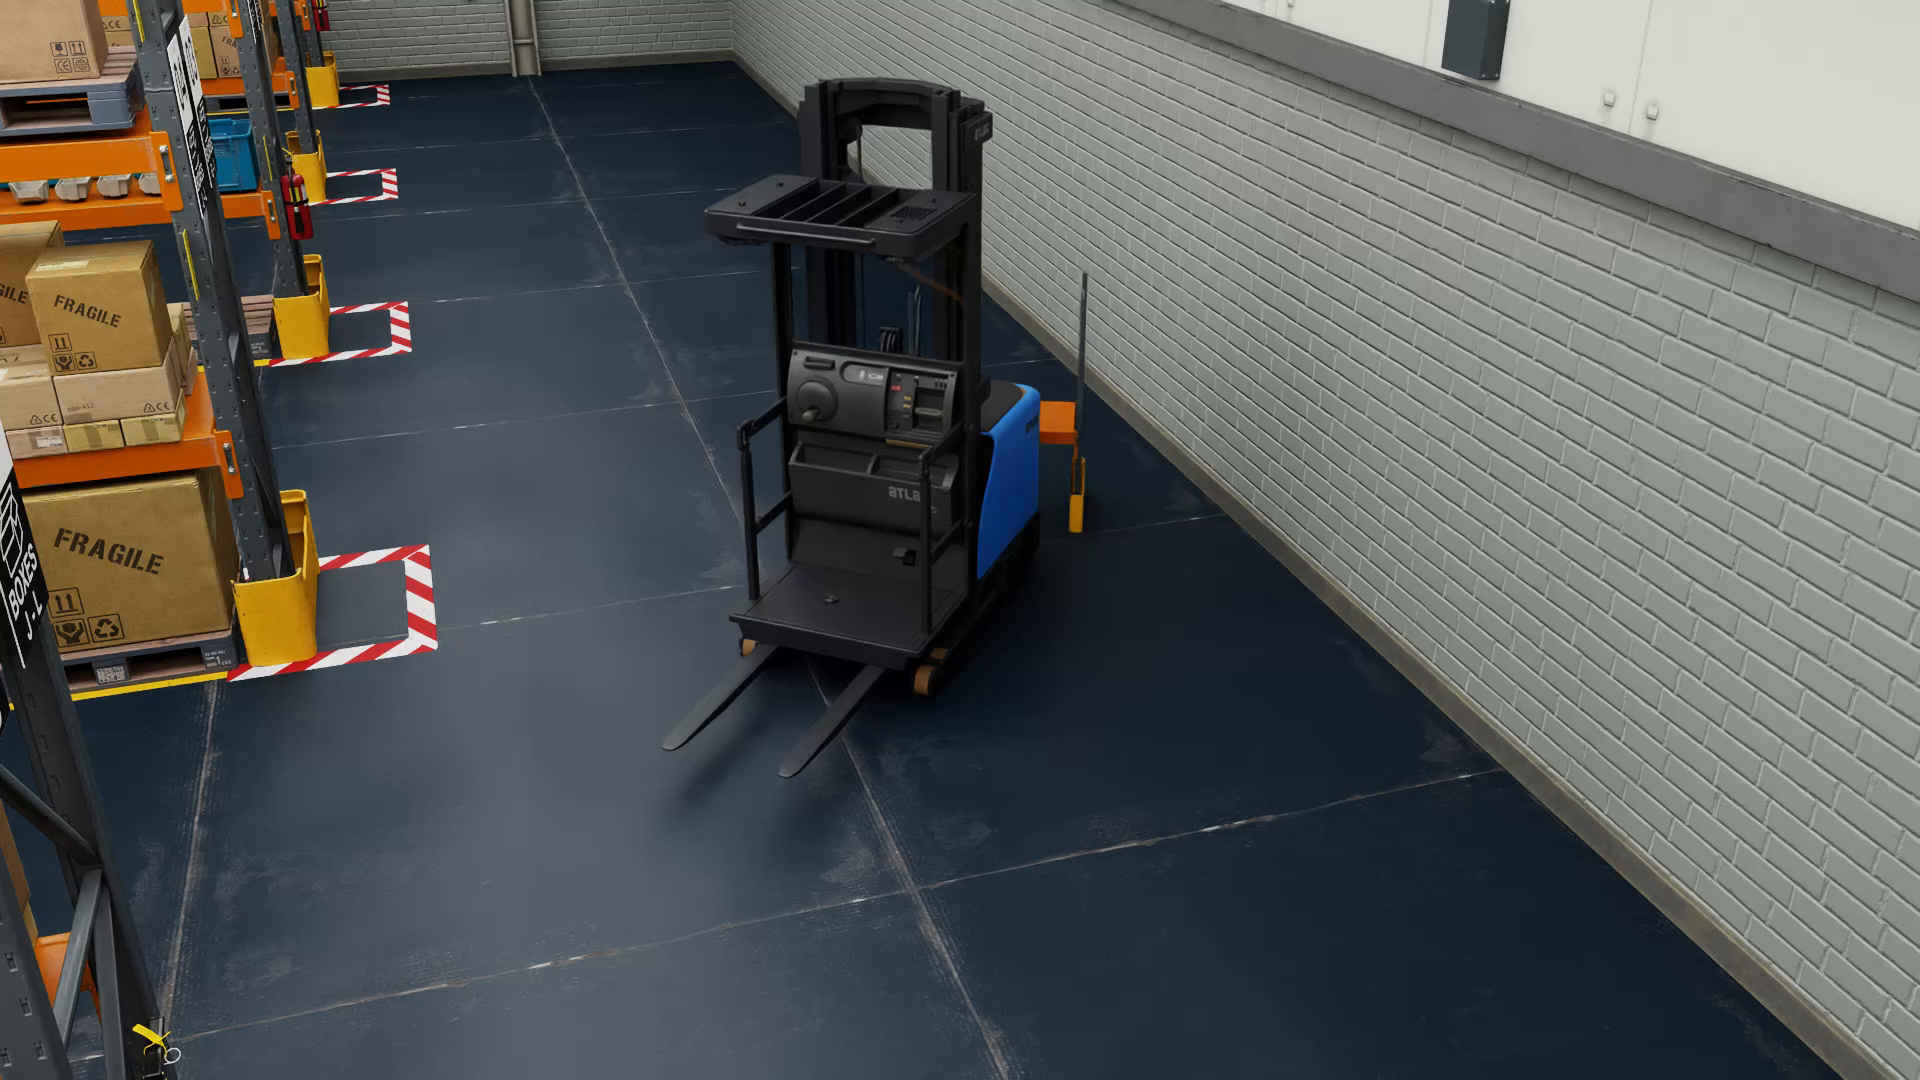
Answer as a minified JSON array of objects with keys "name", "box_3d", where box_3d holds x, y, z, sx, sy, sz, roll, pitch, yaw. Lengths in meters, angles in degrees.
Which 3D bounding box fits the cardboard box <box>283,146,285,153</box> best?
[{"name":"cardboard box","box_3d":[-7.403,-4.120,17.887,0.250,0.149,0.380,-8,28,-16]}]

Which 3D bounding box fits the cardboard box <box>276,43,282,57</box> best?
[{"name":"cardboard box","box_3d":[-9.071,-6.136,21.575,0.500,0.500,0.700,-8,28,-16]}]

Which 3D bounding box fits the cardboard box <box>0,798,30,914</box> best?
[{"name":"cardboard box","box_3d":[-2.907,0.955,4.506,0.500,0.500,0.500,-7,27,-14]}]

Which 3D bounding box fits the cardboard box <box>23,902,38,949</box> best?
[{"name":"cardboard box","box_3d":[-2.804,1.206,4.729,0.250,0.149,0.380,-8,28,-17]}]

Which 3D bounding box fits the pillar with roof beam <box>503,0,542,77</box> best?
[{"name":"pillar with roof beam","box_3d":[-4.804,-8.811,17.877,0.400,9.000,9.100,-8,28,-16]}]

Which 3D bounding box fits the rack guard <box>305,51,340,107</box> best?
[{"name":"rack guard","box_3d":[-8.413,-6.090,21.954,0.348,0.500,1.175,-8,28,-16]}]

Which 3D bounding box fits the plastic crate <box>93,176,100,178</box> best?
[{"name":"plastic crate","box_3d":[-6.681,-2.929,13.005,0.298,0.136,0.250,-8,28,-16]}]

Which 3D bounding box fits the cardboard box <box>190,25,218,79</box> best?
[{"name":"cardboard box","box_3d":[-7.733,-4.907,16.649,0.500,0.500,0.500,-8,28,-16]}]

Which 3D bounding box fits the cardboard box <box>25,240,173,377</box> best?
[{"name":"cardboard box","box_3d":[-4.216,-1.147,8.178,0.500,0.500,0.500,-8,27,-15]}]

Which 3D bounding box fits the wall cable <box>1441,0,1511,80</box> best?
[{"name":"wall cable","box_3d":[2.609,-4.373,5.320,0.120,5.999,2.277,-8,28,-16]}]

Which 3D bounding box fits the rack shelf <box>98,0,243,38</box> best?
[{"name":"rack shelf","box_3d":[-7.270,-3.763,11.893,4.000,0.370,1.077,-8,28,-16]}]

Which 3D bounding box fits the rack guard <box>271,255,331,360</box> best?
[{"name":"rack guard","box_3d":[-5.350,-1.907,13.528,0.348,0.500,1.175,-8,28,-16]}]

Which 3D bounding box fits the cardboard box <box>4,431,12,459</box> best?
[{"name":"cardboard box","box_3d":[-4.796,-0.518,8.202,0.250,0.149,0.380,-8,27,-15]}]

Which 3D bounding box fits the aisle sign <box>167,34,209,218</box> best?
[{"name":"aisle sign","box_3d":[-3.673,-1.971,7.923,0.004,0.787,0.394,-8,28,-16]}]

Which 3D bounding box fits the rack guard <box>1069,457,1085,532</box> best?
[{"name":"rack guard","box_3d":[0.744,-0.293,10.560,0.087,0.250,0.587,2,26,4]}]

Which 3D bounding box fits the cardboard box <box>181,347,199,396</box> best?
[{"name":"cardboard box","box_3d":[-4.274,-0.901,8.975,0.250,0.149,0.380,-8,27,-16]}]

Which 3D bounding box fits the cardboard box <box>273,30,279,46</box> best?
[{"name":"cardboard box","box_3d":[-9.014,-6.528,21.636,0.250,0.149,0.380,-8,28,-16]}]

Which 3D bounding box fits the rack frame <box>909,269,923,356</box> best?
[{"name":"rack frame","box_3d":[-0.268,-0.889,10.355,0.032,1.500,0.500,2,26,4]}]

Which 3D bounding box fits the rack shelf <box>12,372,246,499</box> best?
[{"name":"rack shelf","box_3d":[-5.736,-0.326,8.341,4.000,0.370,1.077,-8,28,-16]}]

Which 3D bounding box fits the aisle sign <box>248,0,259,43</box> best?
[{"name":"aisle sign","box_3d":[-5.209,-4.068,12.147,0.004,0.787,0.394,-8,28,-16]}]

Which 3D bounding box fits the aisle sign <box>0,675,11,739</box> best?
[{"name":"aisle sign","box_3d":[-2.232,0.140,3.671,0.004,0.787,0.394,-8,28,-16]}]

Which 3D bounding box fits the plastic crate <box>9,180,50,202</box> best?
[{"name":"plastic crate","box_3d":[-6.901,-2.606,12.355,0.250,0.136,0.298,-8,28,-16]}]

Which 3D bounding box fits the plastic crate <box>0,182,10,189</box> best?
[{"name":"plastic crate","box_3d":[-7.242,-2.852,12.742,0.300,0.233,0.416,-8,28,-16]}]

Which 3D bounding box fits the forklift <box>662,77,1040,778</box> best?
[{"name":"forklift","box_3d":[-0.533,-0.711,8.387,1.130,2.935,3.031,10,28,19]}]

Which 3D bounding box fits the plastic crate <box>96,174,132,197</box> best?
[{"name":"plastic crate","box_3d":[-6.368,-2.703,12.551,0.243,0.136,0.396,-8,28,-16]}]

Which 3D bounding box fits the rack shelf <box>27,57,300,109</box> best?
[{"name":"rack shelf","box_3d":[-8.800,-4.515,16.779,4.000,0.370,1.077,-8,28,-16]}]

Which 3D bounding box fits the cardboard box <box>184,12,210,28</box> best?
[{"name":"cardboard box","box_3d":[-7.717,-5.357,16.431,0.500,0.500,0.500,-7,27,-15]}]

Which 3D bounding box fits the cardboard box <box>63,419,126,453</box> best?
[{"name":"cardboard box","box_3d":[-4.318,-0.586,8.339,0.250,0.149,0.380,-8,27,-16]}]

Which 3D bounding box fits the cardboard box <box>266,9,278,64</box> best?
[{"name":"cardboard box","box_3d":[-7.402,-5.207,17.253,0.500,0.500,0.500,-8,27,-15]}]

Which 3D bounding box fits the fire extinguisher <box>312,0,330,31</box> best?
[{"name":"fire extinguisher","box_3d":[-8.150,-6.830,21.141,0.183,0.674,0.296,-8,28,-16]}]

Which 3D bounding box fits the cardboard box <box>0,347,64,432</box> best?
[{"name":"cardboard box","box_3d":[-4.696,-0.741,8.203,0.500,0.250,0.500,-9,28,-17]}]

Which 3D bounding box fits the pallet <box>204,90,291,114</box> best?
[{"name":"pallet","box_3d":[-9.172,-5.814,21.724,1.213,0.211,1.003,-8,28,-16]}]

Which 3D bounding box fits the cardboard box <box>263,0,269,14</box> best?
[{"name":"cardboard box","box_3d":[-7.402,-5.655,17.031,0.500,0.500,0.500,-7,27,-15]}]

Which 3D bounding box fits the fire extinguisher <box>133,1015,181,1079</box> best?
[{"name":"fire extinguisher","box_3d":[-2.012,1.550,4.261,0.183,0.674,0.296,-8,28,-16]}]

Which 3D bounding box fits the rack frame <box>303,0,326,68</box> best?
[{"name":"rack frame","box_3d":[-8.436,-7.206,21.392,0.127,3.000,1.000,-8,28,-16]}]

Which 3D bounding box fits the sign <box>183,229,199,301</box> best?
[{"name":"sign","box_3d":[-3.680,-1.317,7.960,0.005,0.325,0.100,-8,28,-16]}]

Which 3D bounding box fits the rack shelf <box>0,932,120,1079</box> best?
[{"name":"rack shelf","box_3d":[-4.296,1.786,4.089,4.000,0.370,1.077,-8,28,-16]}]

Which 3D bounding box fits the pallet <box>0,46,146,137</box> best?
[{"name":"pallet","box_3d":[-4.537,-2.120,7.874,1.213,0.211,1.003,-8,28,-16]}]

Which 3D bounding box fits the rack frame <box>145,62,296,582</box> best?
[{"name":"rack frame","box_3d":[-3.835,-0.923,8.736,0.127,3.000,1.000,-8,28,-16]}]

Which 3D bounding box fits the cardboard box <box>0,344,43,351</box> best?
[{"name":"cardboard box","box_3d":[-4.867,-0.963,8.650,0.500,0.250,0.500,-9,28,-17]}]

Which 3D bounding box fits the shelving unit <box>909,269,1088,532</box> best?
[{"name":"shelving unit","box_3d":[0.248,-0.871,10.318,1.083,1.500,0.587,2,26,4]}]
